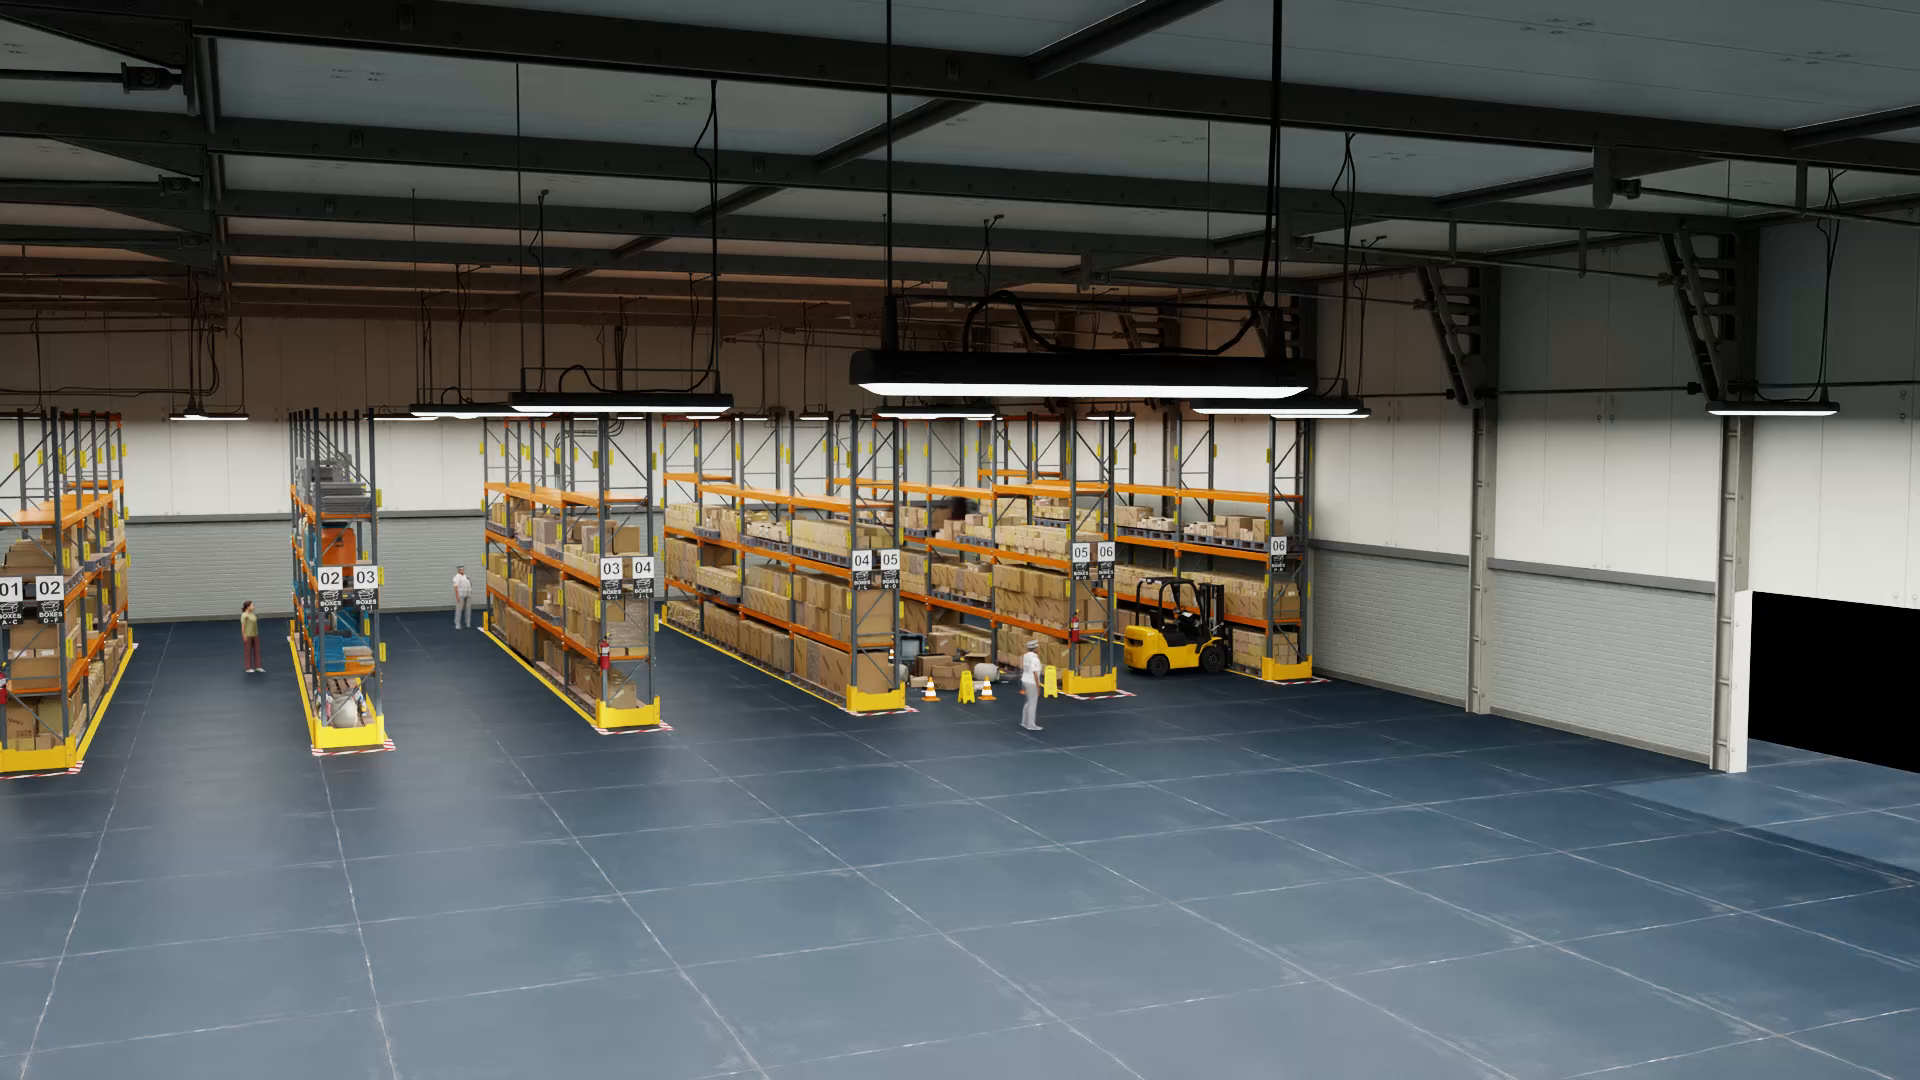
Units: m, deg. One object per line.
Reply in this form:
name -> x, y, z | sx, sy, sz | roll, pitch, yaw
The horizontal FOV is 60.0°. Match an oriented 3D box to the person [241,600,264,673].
person -> -16.298, 2.218, 38.241 | 0.352, 1.672, 0.518 | 2, 4, 26

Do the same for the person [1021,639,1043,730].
person -> 1.341, 2.746, 31.151 | 0.351, 1.760, 0.548 | -2, 4, -21

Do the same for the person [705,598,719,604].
person -> -7.392, 1.493, 49.576 | 0.561, 1.667, 0.444 | 0, 4, -3

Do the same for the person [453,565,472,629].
person -> -13.954, 1.583, 46.687 | 0.438, 1.784, 0.569 | 3, 5, 38
